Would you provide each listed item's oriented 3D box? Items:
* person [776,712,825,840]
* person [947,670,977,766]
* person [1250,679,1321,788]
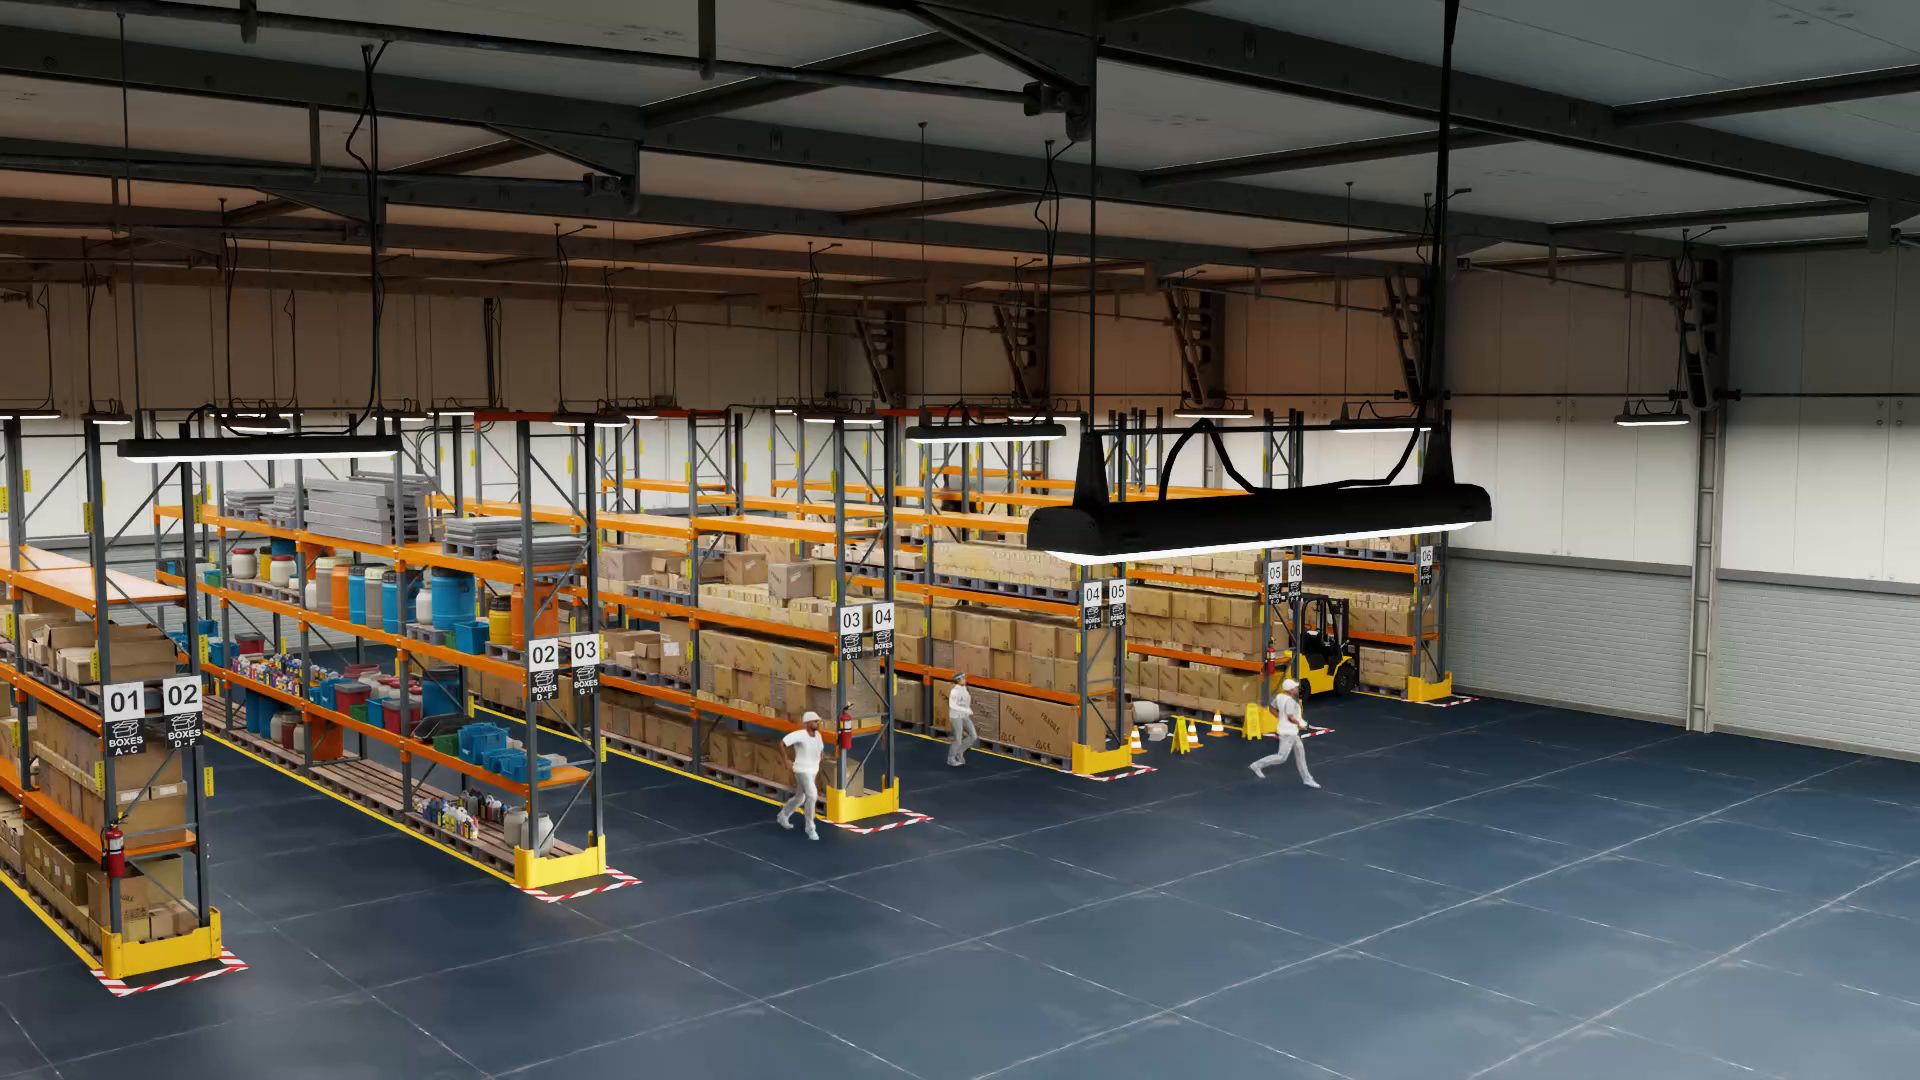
[{"bbox_3d":[-2.249,3.380,23.989,0.821,1.827,0.722,2,6,26],"label":"person"},{"bbox_3d":[0.032,3.020,28.174,0.597,1.663,0.618,3,6,32],"label":"person"},{"bbox_3d":[5.233,3.115,26.643,1.160,1.782,0.648,0,5,5],"label":"person"}]
